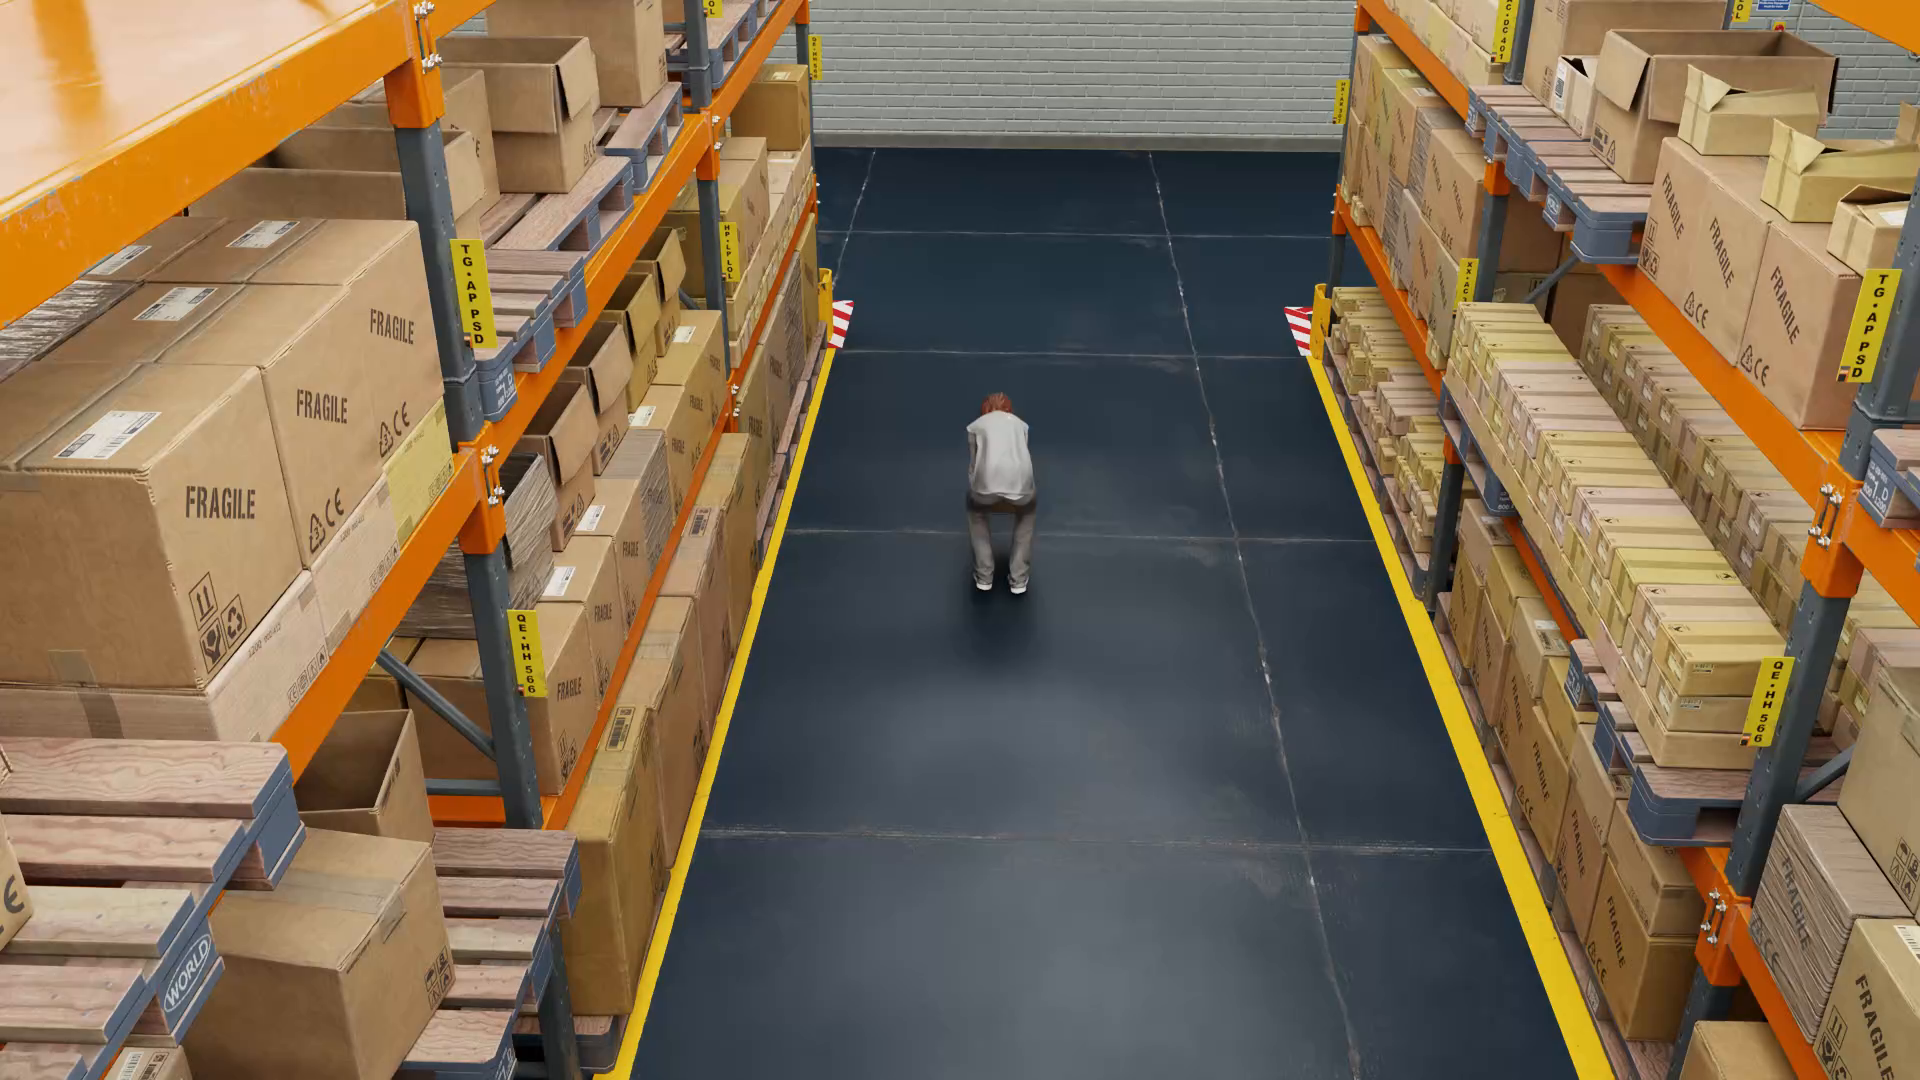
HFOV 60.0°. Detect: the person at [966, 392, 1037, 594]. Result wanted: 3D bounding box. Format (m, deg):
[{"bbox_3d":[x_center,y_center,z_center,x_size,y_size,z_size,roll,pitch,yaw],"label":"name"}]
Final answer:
[{"bbox_3d":[0.239,-0.258,9.722,0.411,1.018,0.857,0,28,-1],"label":"person"}]
